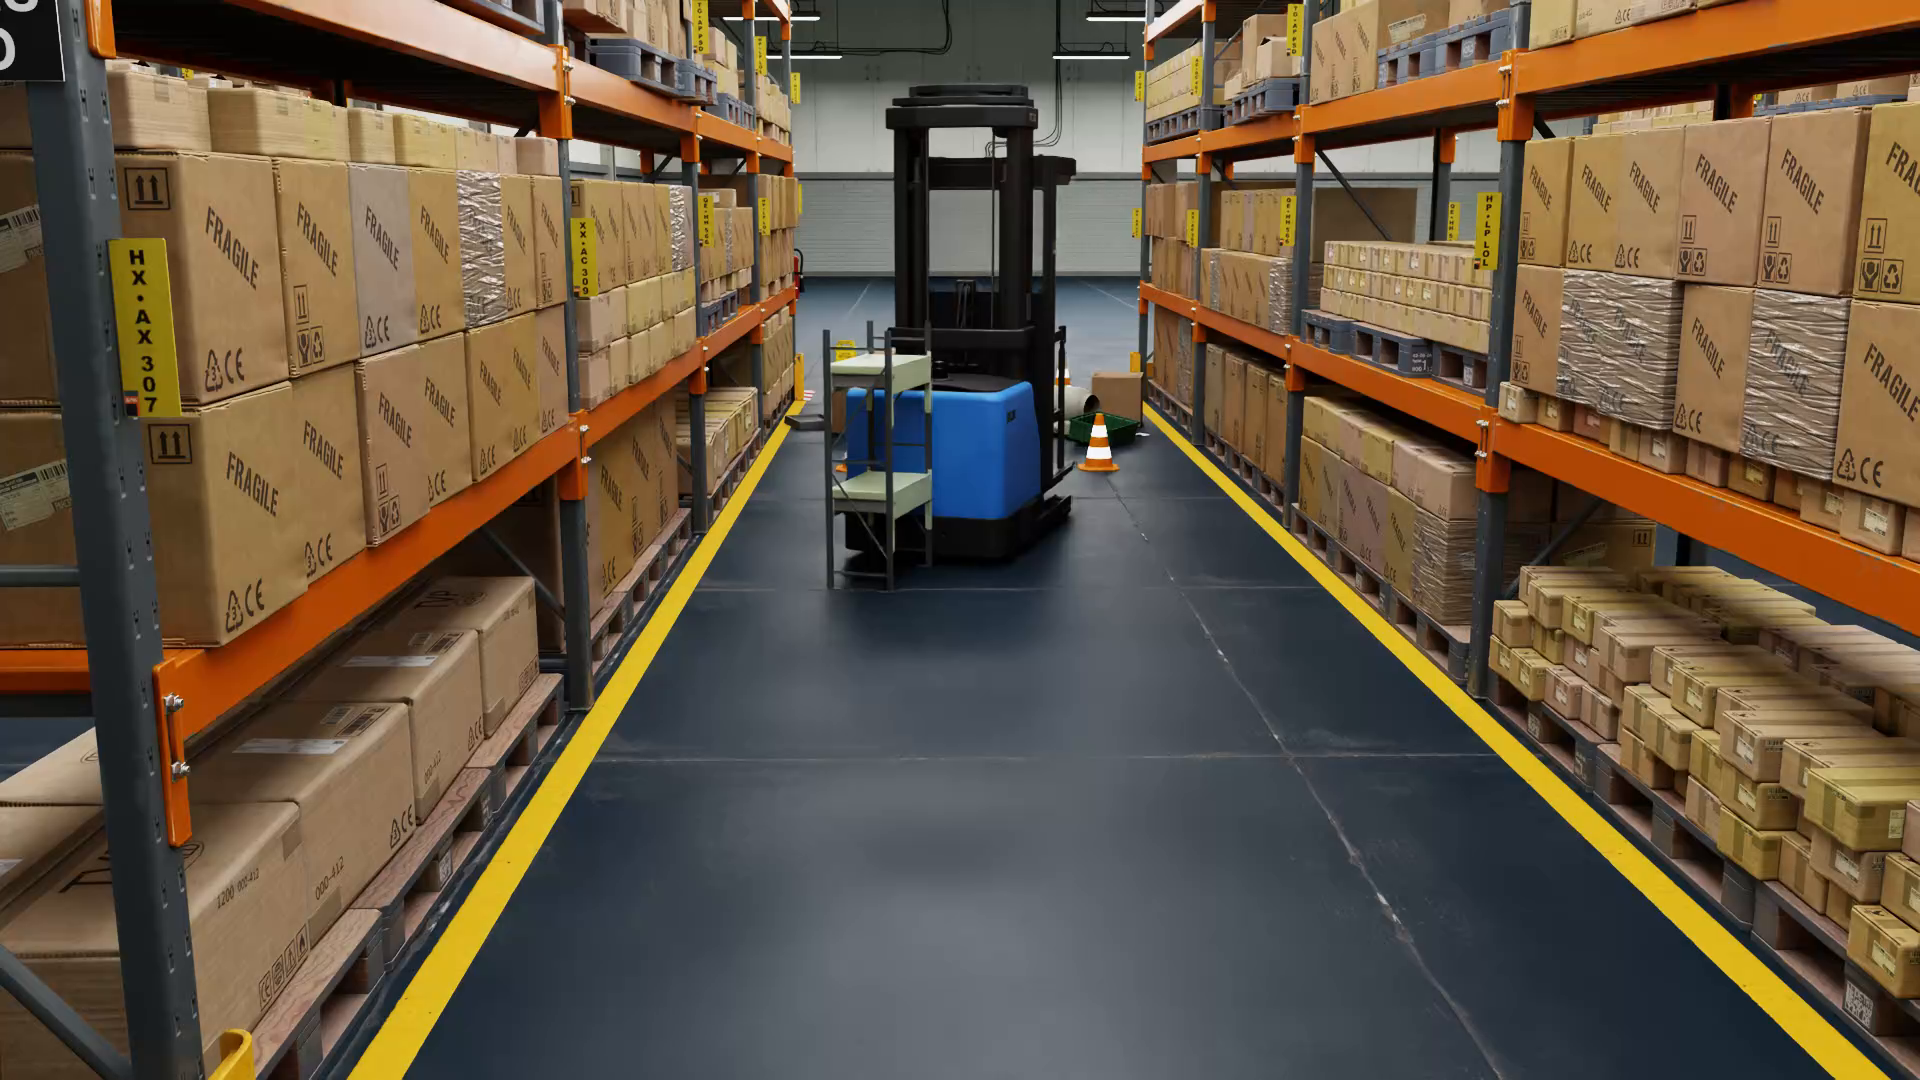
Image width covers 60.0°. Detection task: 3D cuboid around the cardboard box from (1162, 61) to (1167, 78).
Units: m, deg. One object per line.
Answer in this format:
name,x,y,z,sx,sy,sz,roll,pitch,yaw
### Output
cardboard box,2.282,-4.817,17.031,0.380,0.149,0.250,0,11,-2

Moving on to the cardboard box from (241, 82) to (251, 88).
cardboard box,-6.986,-4.243,15.915,0.396,0.266,0.258,-1,11,-2

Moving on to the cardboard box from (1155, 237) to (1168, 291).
cardboard box,2.540,-2.923,17.547,0.875,0.550,0.550,0,11,-1

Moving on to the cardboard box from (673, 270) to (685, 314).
cardboard box,-1.935,-1.488,9.969,0.500,0.250,0.500,-1,11,-3

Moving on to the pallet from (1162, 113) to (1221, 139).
pallet,2.622,-4.180,16.799,1.003,0.211,1.213,0,11,-1

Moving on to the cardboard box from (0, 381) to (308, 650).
cardboard box,-1.771,-0.069,3.604,0.500,0.500,0.500,0,11,-2

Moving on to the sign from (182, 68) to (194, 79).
sign,-6.716,-4.170,14.431,0.100,0.325,0.005,0,11,-1

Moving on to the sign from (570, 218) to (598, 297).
sign,-1.576,-1.184,6.975,0.100,0.325,0.005,0,11,-1

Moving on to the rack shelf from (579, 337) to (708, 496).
rack shelf,-2.172,-0.764,9.088,1.077,0.370,4.000,0,11,-1

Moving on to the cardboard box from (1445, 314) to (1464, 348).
cardboard box,2.601,-1.021,8.123,0.380,0.149,0.250,0,11,-1

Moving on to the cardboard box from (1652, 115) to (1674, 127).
cardboard box,7.319,-4.140,16.754,0.500,0.250,0.500,0,11,1

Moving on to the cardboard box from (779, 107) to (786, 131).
cardboard box,-2.103,-4.446,17.512,0.500,0.250,0.500,0,11,-2

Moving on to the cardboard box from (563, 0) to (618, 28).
cardboard box,-1.859,-2.620,7.576,0.500,0.500,0.500,0,11,-2

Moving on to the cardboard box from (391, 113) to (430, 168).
cardboard box,-1.769,-1.161,4.837,0.380,0.149,0.250,-1,11,-3

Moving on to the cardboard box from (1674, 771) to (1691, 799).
cardboard box,2.652,0.816,5.608,0.380,0.149,0.250,0,11,0

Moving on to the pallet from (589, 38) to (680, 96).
pallet,-2.121,-2.541,8.971,1.003,0.211,1.213,0,11,1

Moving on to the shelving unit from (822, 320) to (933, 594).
shelving unit,-0.471,-0.509,9.787,0.431,1.500,0.755,3,12,16

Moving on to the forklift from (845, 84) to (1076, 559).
forklift,0.165,-1.569,11.420,1.130,2.935,3.031,3,12,15

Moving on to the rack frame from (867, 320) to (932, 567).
rack frame,-0.367,-0.580,10.130,0.400,1.500,0.023,3,12,16

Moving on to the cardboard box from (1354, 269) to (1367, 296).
cardboard box,2.565,-1.529,9.877,0.380,0.149,0.250,0,11,-1

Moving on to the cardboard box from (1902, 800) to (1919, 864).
cardboard box,2.687,0.782,4.280,0.380,0.149,0.250,0,11,0

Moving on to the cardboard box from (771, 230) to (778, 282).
cardboard box,-2.058,-2.792,16.276,0.500,0.500,0.500,0,11,-2

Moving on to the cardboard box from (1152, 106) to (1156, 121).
cardboard box,2.265,-4.576,17.851,0.380,0.149,0.250,0,11,-1

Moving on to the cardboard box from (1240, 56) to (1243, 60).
cardboard box,2.955,-4.669,16.301,0.380,0.149,0.250,0,11,-1

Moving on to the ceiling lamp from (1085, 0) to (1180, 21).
ceiling lamp,3.557,-12.176,33.761,2.000,3.185,0.800,0,11,-1

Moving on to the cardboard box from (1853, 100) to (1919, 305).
cardboard box,2.630,-0.839,4.138,0.500,0.500,0.500,-1,11,-3

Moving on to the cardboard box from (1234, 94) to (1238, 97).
cardboard box,2.424,-3.744,13.748,0.250,0.149,0.380,0,11,-1

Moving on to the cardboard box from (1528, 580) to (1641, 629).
cardboard box,2.562,0.265,6.826,0.380,0.149,0.250,0,11,2

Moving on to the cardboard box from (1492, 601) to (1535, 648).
cardboard box,2.504,0.360,7.106,0.380,0.149,0.250,0,11,1

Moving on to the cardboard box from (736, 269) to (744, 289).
cardboard box,-1.972,-2.136,13.620,0.380,0.149,0.250,0,11,-1

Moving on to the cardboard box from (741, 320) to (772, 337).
cardboard box,-1.981,-1.996,15.695,0.380,0.149,0.250,0,11,0

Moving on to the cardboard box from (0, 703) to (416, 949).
cardboard box,-2.189,0.814,4.892,0.875,0.438,0.875,0,11,0

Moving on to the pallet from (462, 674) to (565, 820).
pallet,-2.193,0.800,6.587,1.003,0.211,1.213,0,11,-1

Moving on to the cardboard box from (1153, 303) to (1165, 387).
cardboard box,2.648,-2.174,18.520,0.875,0.875,0.875,0,11,-1

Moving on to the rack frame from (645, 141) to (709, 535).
rack frame,-2.214,-1.514,10.976,1.000,3.000,0.127,0,11,-1

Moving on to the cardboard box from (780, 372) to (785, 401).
cardboard box,-2.074,-1.596,17.239,0.500,0.250,0.500,-1,11,-3

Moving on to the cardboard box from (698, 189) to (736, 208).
cardboard box,-2.004,-2.745,13.359,0.380,0.149,0.250,-1,11,-4

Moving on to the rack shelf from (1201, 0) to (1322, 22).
rack shelf,2.692,-4.343,12.650,1.077,0.370,4.000,0,11,-1

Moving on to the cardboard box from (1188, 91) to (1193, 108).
cardboard box,2.318,-4.072,15.367,0.380,0.149,0.250,0,11,0

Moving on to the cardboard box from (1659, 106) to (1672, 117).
cardboard box,7.348,-4.373,16.899,0.380,0.149,0.250,0,11,-2

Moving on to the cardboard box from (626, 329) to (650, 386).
cardboard box,-1.883,-0.938,8.518,0.500,0.250,0.500,0,11,-2

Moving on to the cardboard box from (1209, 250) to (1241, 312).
cardboard box,2.404,-2.192,14.069,0.500,0.500,0.500,0,11,-1

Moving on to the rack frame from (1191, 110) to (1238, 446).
rack frame,2.651,-2.349,15.095,1.000,3.000,0.127,0,11,-1

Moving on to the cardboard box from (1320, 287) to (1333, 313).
cardboard box,2.541,-1.547,10.716,0.380,0.149,0.250,0,11,-2

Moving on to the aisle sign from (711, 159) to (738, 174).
aisle sign,-2.690,-4.389,18.611,0.394,0.787,0.004,0,11,-1

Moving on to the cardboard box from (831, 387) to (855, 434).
cardboard box,-0.958,-1.304,16.221,0.500,0.500,0.500,9,15,38

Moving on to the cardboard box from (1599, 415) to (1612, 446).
cardboard box,2.632,-0.420,6.219,0.380,0.149,0.250,-1,11,-4

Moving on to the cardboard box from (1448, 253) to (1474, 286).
cardboard box,2.603,-1.317,8.086,0.380,0.149,0.250,-1,11,-3

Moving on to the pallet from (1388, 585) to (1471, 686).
pallet,2.798,0.453,8.296,1.003,0.211,1.213,0,11,-1

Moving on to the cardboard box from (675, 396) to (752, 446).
cardboard box,-2.265,-0.980,13.897,0.950,0.372,0.625,0,11,2

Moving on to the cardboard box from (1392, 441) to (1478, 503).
cardboard box,2.551,-0.357,8.617,0.500,0.250,0.500,0,11,2

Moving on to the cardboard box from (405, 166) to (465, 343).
cardboard box,-1.821,-0.863,5.003,0.500,0.500,0.500,0,11,-1

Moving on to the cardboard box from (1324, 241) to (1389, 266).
cardboard box,2.549,-1.835,10.638,0.380,0.149,0.250,0,11,-1

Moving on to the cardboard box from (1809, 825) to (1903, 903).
cardboard box,2.590,0.875,4.569,0.380,0.149,0.250,-1,11,-3
